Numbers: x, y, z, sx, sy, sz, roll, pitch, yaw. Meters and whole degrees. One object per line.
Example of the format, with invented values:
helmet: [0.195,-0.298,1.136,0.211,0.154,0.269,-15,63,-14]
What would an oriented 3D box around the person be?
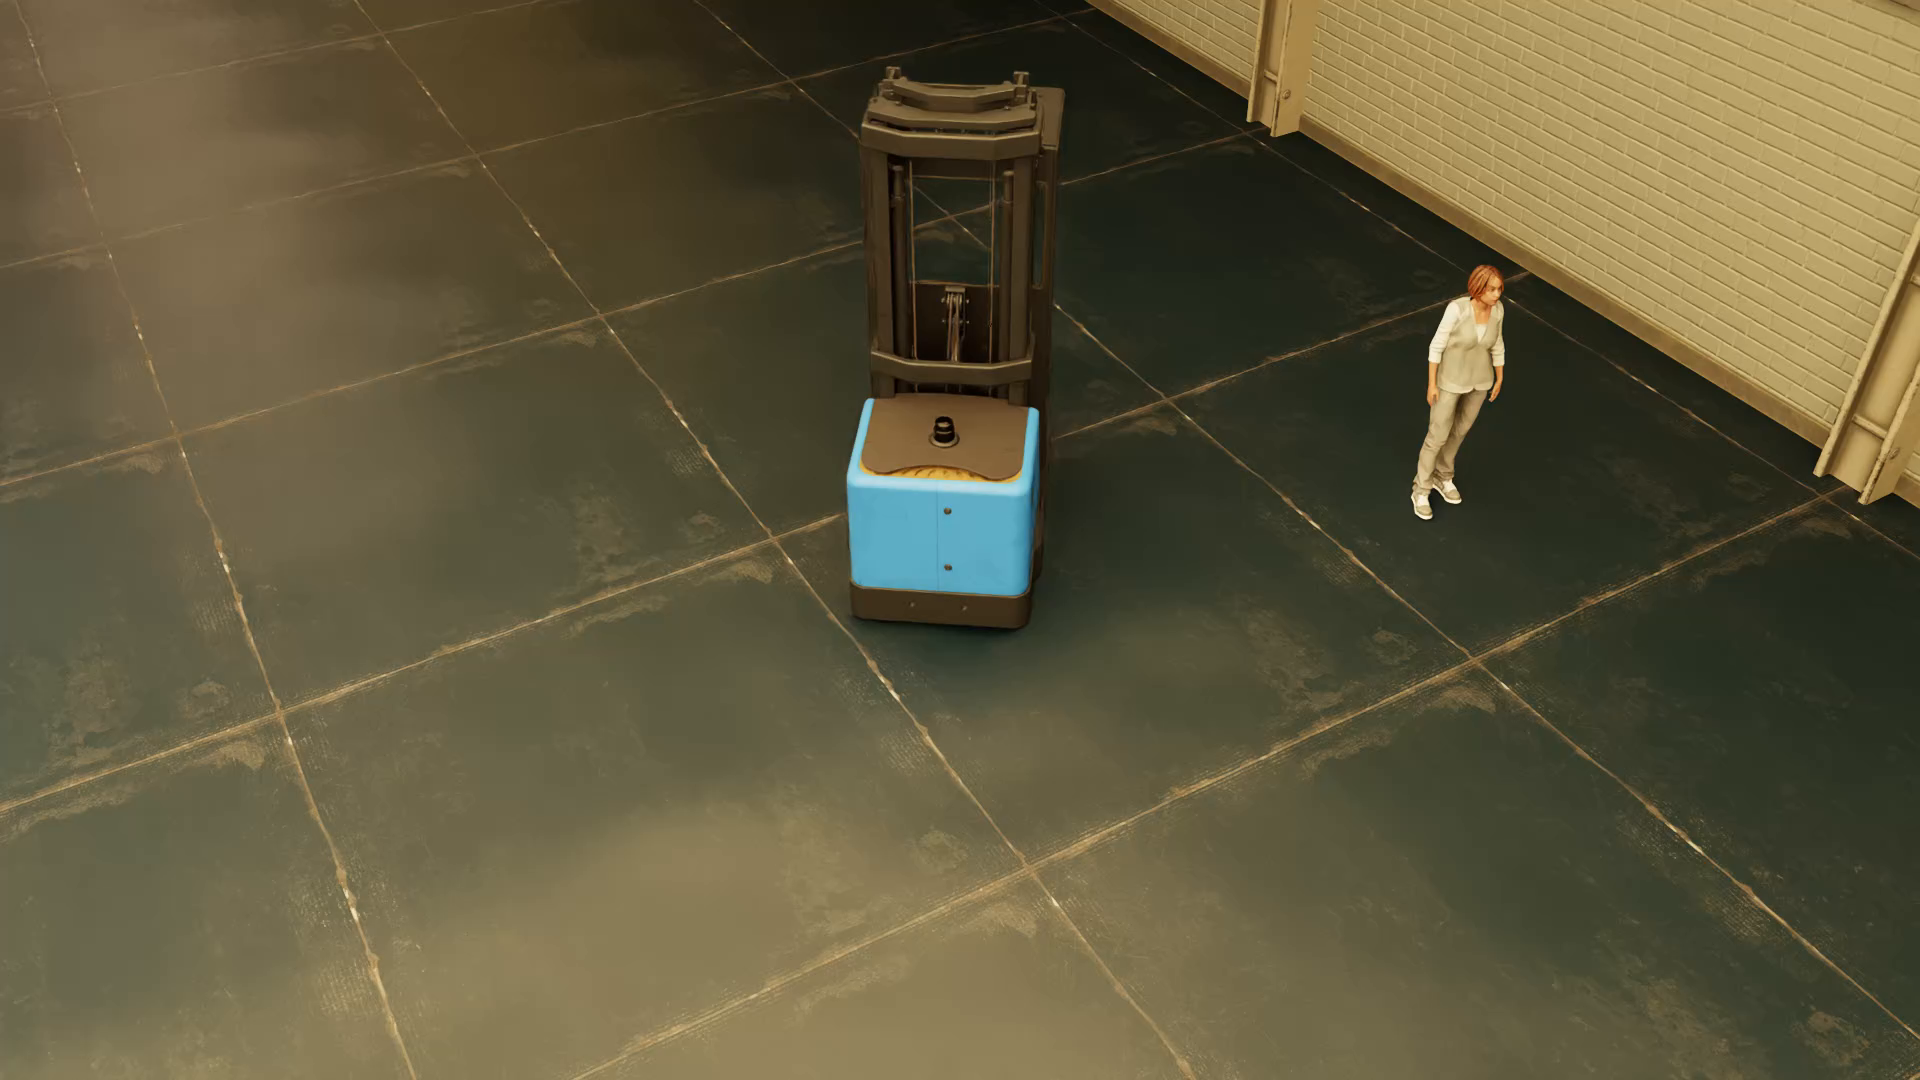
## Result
person: [3.095,-0.905,10.163,0.518,1.594,0.476,-9,40,-10]

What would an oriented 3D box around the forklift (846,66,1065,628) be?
forklift: [0.019,-1.549,9.904,1.130,2.935,3.031,4,40,4]
